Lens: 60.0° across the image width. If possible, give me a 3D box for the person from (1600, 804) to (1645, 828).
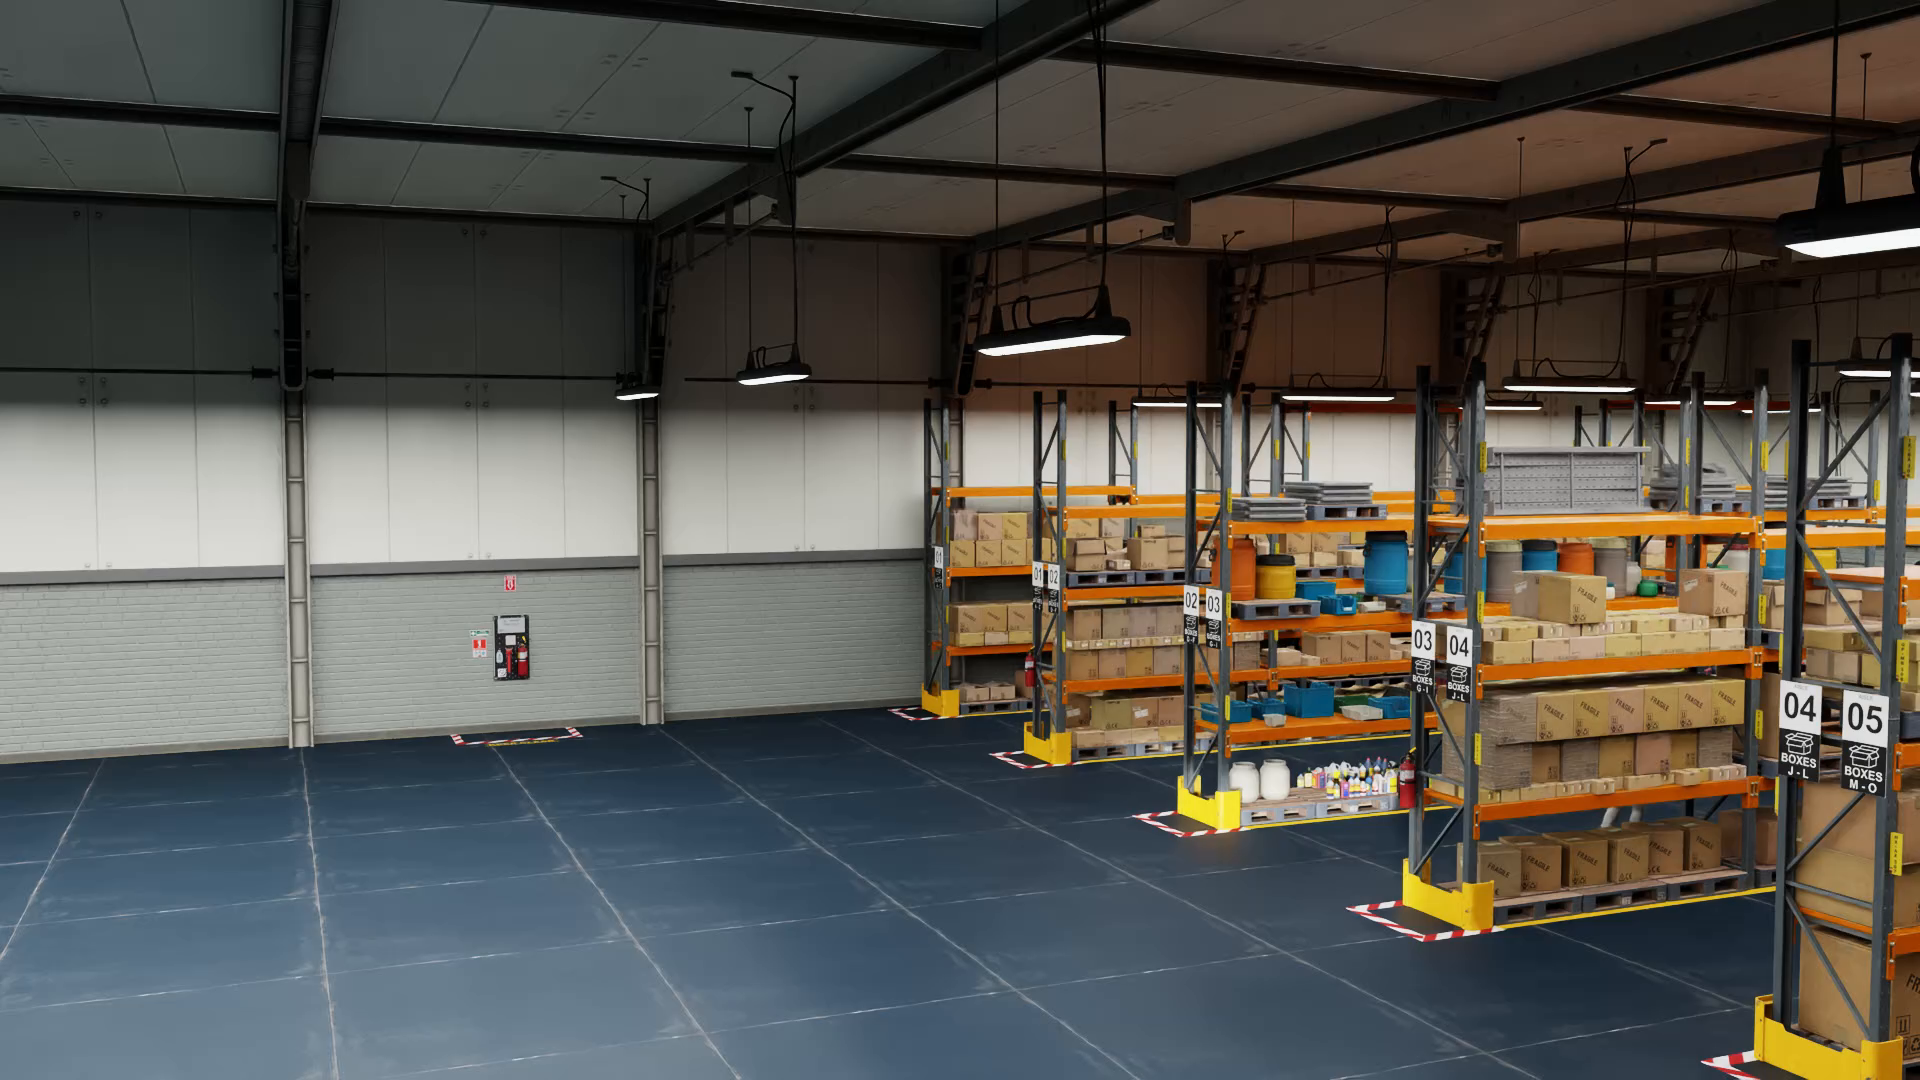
[{"bbox_3d":[8.496,3.110,21.205,0.642,1.647,0.541,-3,4,-38],"label":"person"}]
